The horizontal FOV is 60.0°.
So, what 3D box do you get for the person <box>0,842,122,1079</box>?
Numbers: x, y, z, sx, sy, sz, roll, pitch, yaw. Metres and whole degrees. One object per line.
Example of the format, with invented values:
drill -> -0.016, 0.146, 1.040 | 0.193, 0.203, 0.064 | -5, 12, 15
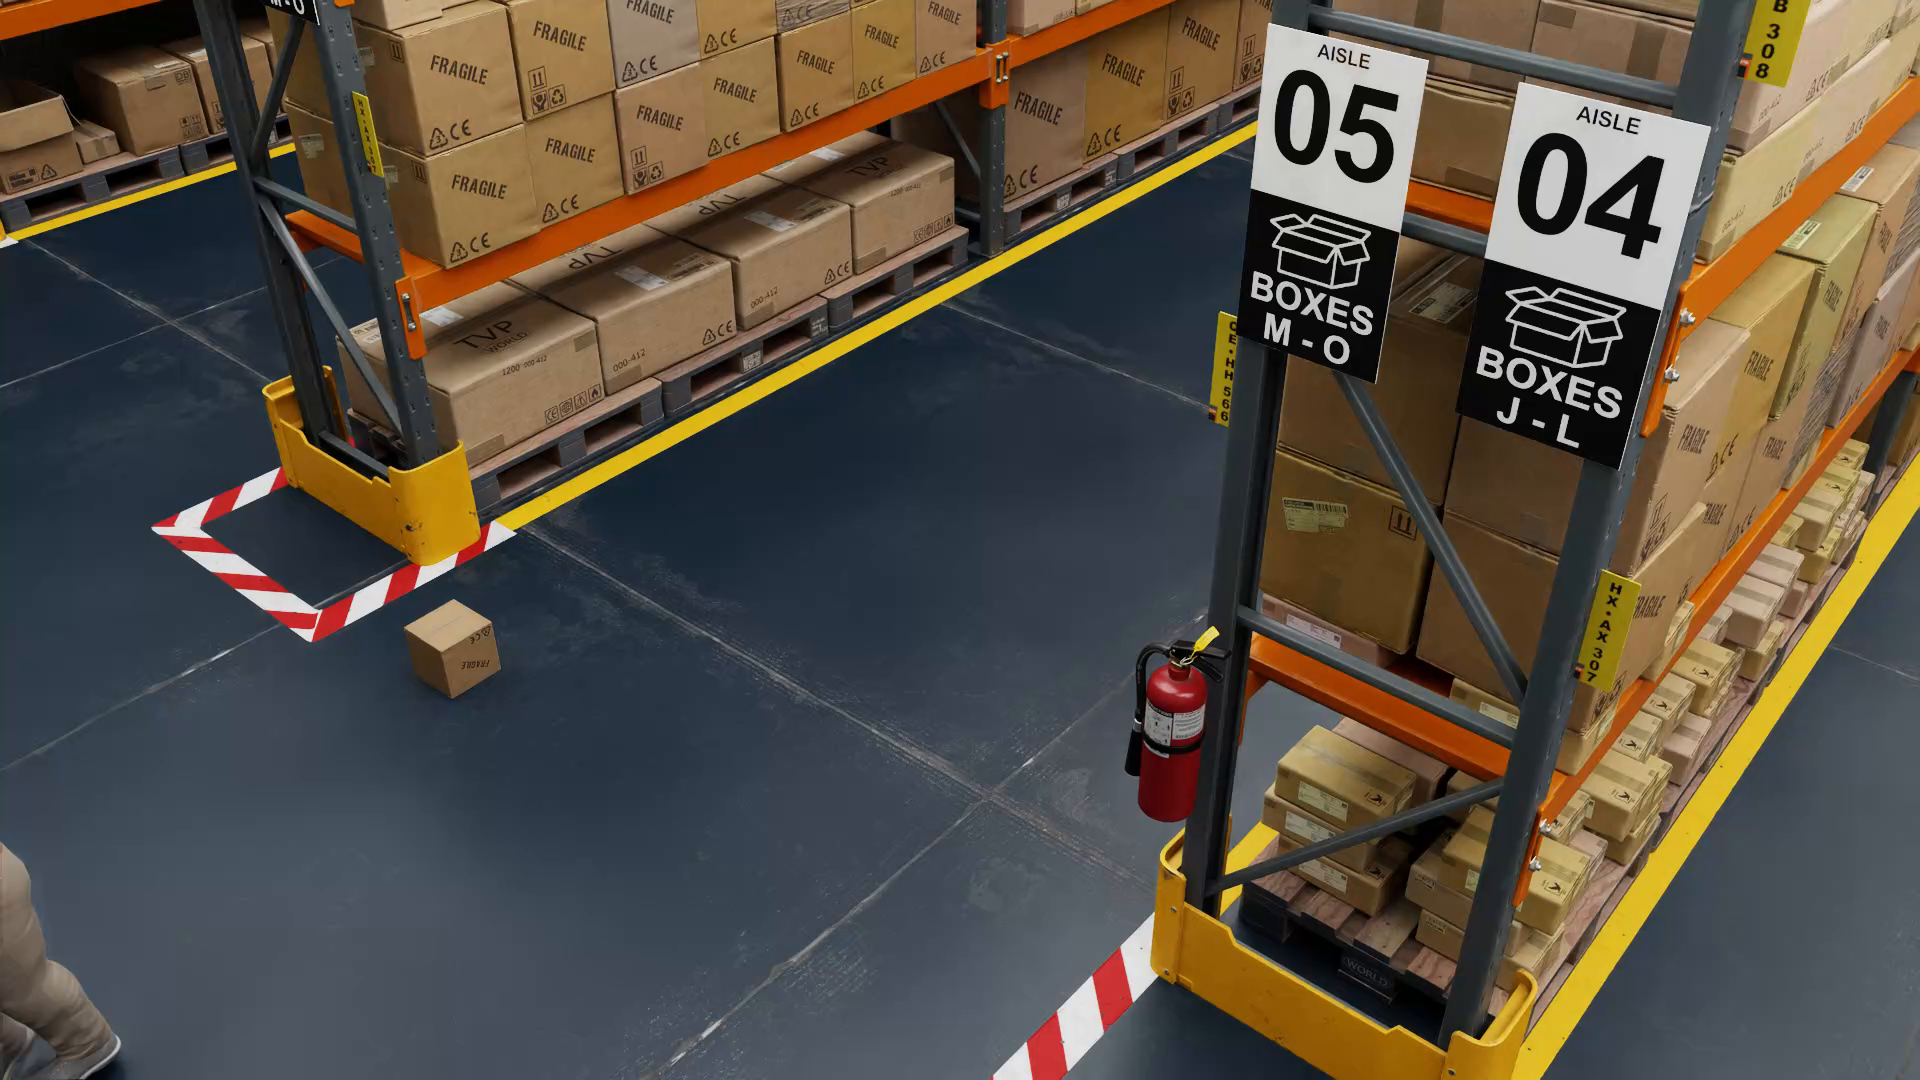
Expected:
person -> -2.878, 1.026, 4.698 | 0.586, 1.786, 0.512 | 25, 42, 31
